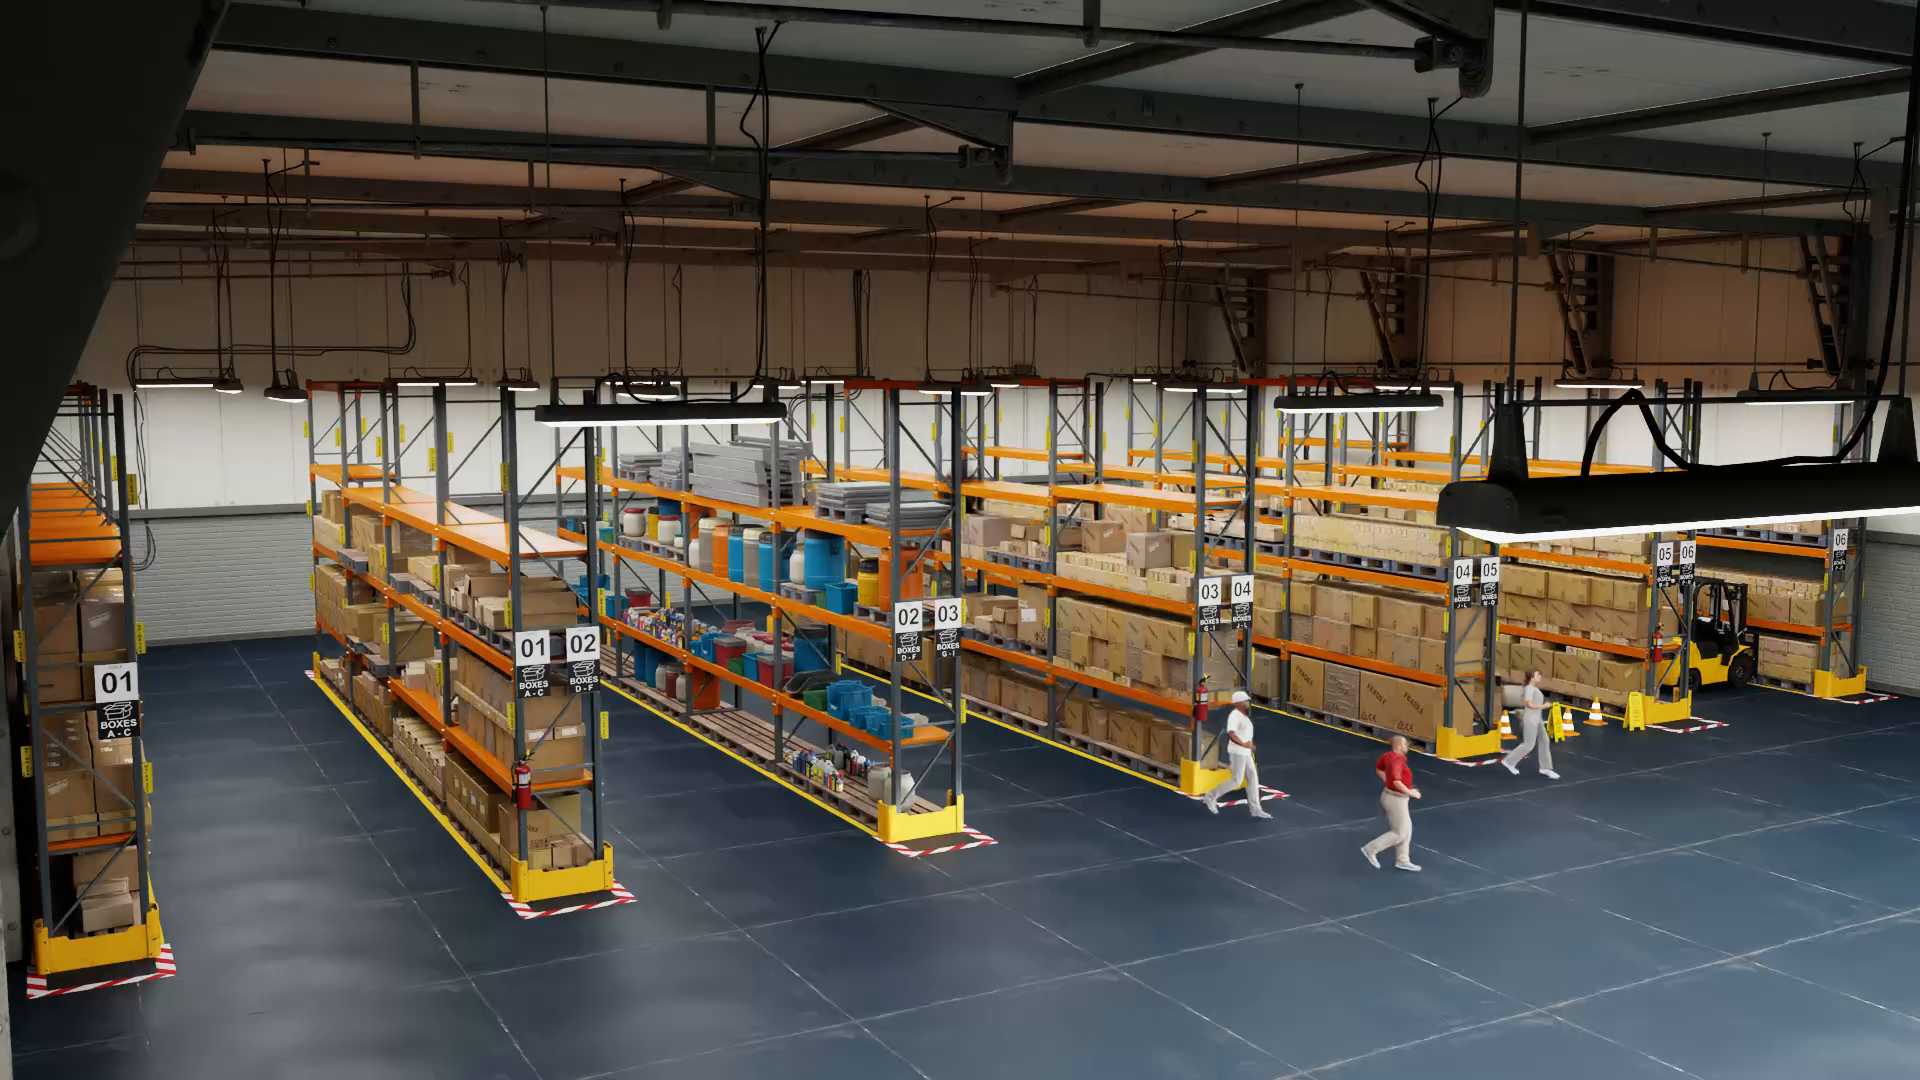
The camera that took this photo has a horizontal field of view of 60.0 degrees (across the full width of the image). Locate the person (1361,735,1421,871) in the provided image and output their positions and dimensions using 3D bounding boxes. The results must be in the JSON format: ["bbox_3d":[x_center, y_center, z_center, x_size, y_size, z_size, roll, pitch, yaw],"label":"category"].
[{"bbox_3d":[5.388,3.286,20.745,0.794,1.731,0.689,0,6,0],"label":"person"}]

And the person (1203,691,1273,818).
[{"bbox_3d":[3.937,2.982,23.271,0.965,1.727,0.763,2,6,20],"label":"person"}]

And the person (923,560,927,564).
[{"bbox_3d":[-0.981,1.265,40.177,0.724,1.599,0.587,-1,6,-5],"label":"person"}]

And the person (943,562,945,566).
[{"bbox_3d":[-0.472,1.340,38.937,0.732,1.725,0.673,-2,6,-16],"label":"person"}]

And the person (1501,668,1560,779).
[{"bbox_3d":[8.732,2.793,25.389,0.842,1.693,0.570,3,7,26],"label":"person"}]
